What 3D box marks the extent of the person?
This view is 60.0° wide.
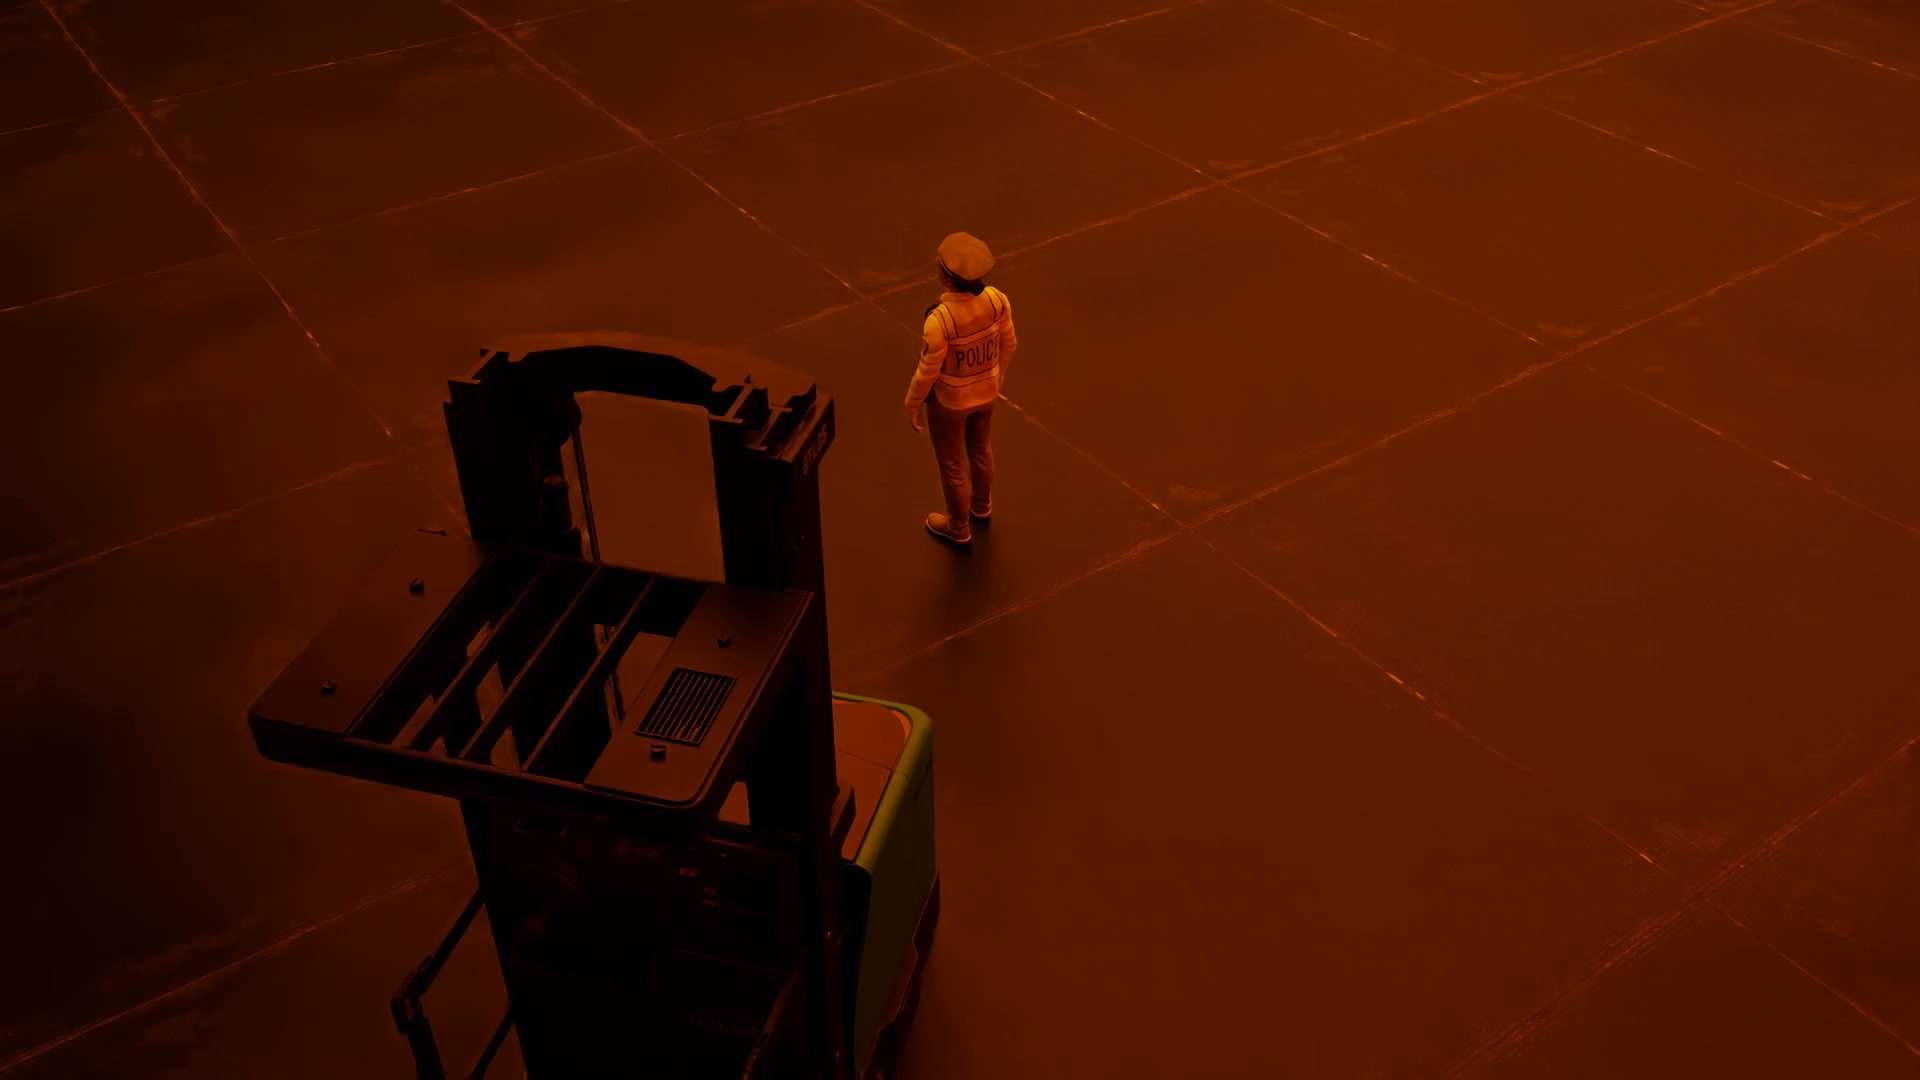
[{"bbox_3d":[-0.034,-0.722,7.949,0.587,1.696,0.534,-23,42,-28],"label":"person"}]

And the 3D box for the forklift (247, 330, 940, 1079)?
[{"bbox_3d":[-0.955,1.044,4.533,1.130,2.935,3.031,9,37,12],"label":"forklift"}]
